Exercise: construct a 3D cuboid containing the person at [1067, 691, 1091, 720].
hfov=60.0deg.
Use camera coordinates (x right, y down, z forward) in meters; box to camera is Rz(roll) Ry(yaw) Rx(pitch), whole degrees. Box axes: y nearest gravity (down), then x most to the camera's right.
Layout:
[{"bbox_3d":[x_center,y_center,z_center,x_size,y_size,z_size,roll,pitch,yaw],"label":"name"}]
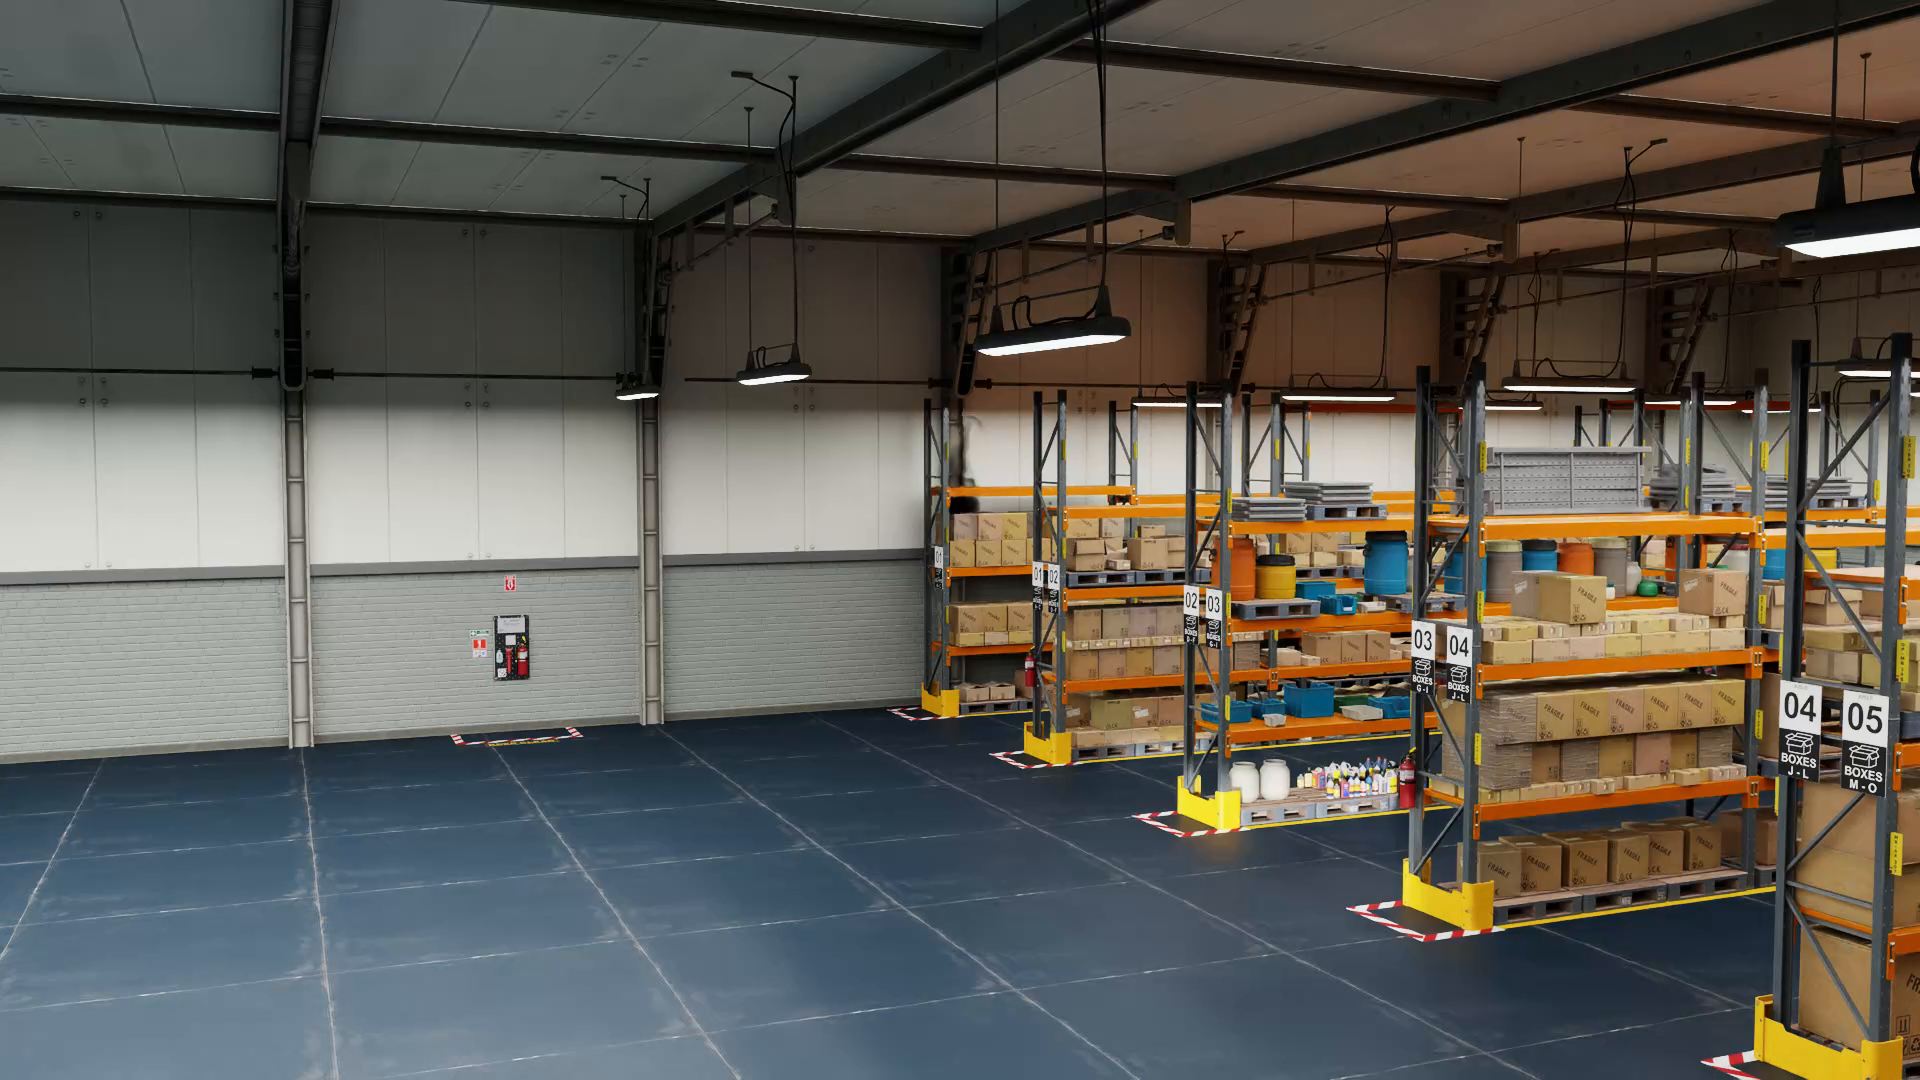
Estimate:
[{"bbox_3d":[2.115,2.585,29.964,0.961,1.698,0.577,-3,4,-39],"label":"person"}]
